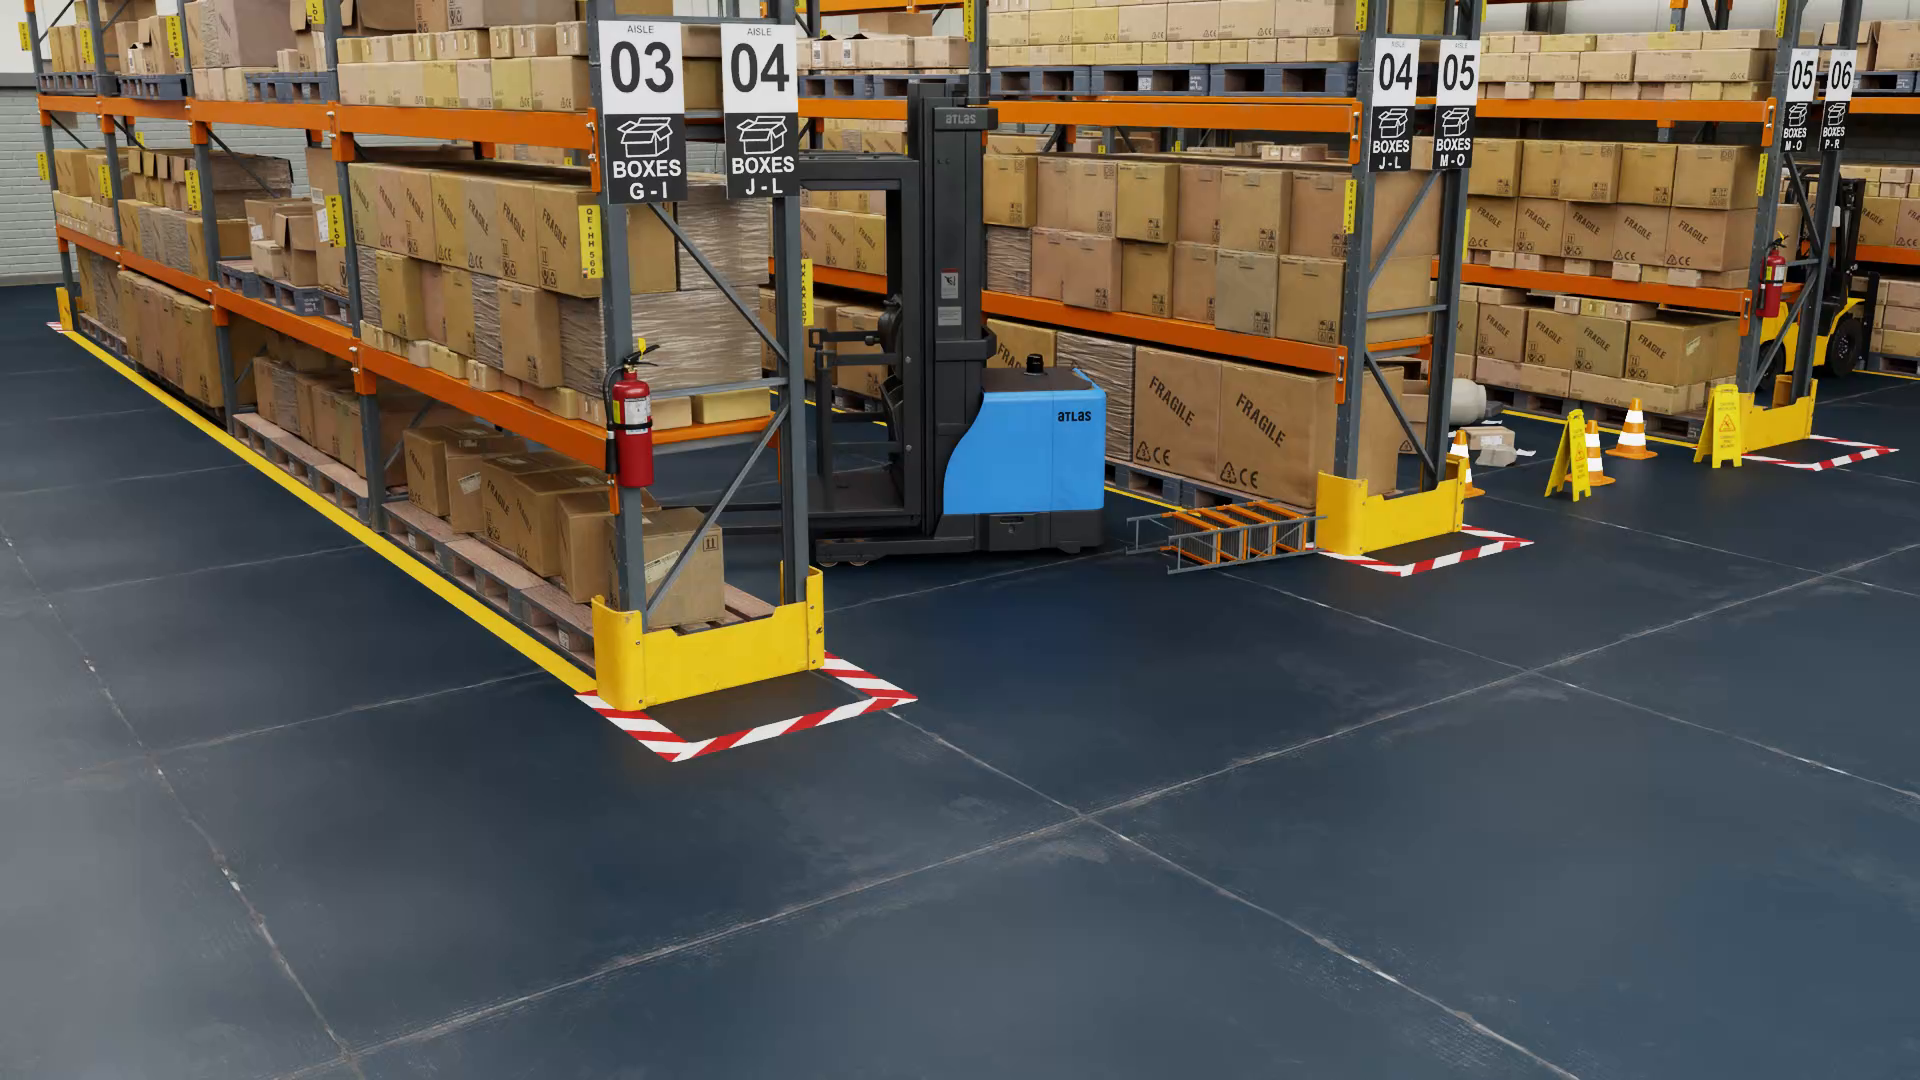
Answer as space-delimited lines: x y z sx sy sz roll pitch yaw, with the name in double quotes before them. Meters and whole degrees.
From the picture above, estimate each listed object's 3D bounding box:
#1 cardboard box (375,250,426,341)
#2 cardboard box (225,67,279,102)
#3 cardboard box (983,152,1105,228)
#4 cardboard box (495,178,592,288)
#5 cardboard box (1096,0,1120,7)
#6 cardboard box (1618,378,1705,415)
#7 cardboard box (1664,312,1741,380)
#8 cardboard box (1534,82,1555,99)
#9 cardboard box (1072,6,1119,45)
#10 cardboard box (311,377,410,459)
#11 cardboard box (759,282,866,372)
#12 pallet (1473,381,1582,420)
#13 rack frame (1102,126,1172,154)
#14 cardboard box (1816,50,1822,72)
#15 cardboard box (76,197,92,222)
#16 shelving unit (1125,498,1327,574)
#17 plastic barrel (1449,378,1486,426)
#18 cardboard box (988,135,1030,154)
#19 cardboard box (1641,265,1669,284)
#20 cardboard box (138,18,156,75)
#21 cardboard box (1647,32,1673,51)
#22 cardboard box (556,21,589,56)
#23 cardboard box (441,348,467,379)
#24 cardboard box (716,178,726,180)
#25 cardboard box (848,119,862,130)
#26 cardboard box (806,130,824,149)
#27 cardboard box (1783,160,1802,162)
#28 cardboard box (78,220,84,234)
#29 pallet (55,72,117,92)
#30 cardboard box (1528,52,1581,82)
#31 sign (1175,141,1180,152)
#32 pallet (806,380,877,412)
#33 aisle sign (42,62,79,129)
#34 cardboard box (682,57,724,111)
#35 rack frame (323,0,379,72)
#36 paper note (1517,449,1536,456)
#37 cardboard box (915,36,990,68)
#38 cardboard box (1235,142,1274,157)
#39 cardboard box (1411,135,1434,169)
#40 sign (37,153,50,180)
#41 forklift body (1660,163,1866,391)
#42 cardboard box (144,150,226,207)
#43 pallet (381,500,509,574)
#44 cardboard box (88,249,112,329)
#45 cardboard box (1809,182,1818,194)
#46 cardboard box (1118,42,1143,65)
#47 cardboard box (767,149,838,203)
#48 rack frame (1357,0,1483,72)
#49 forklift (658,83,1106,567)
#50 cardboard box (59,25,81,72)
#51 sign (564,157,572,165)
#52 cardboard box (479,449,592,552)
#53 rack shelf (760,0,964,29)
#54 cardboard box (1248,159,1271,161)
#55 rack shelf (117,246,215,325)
"cardboard box" -3.083 -1.549 10.301 0.875 0.500 0.500 -11 19 -35
"cardboard box" -5.233 -3.446 12.587 0.500 0.250 0.500 -10 18 -33
"cardboard box" 0.698 -2.833 13.414 0.875 0.550 0.550 -11 19 -35
"cardboard box" -2.033 -1.580 8.521 0.500 0.500 0.500 -11 19 -35
"cardboard box" 1.197 -3.883 11.878 0.380 0.149 0.250 -11 19 -35
"cardboard box" 6.098 -1.272 14.454 0.500 0.250 0.500 -11 19 -35
"cardboard box" 6.540 -1.718 14.662 0.500 0.500 0.500 -12 19 -36
"cardboard box" 5.346 -4.005 14.819 0.380 0.149 0.250 -11 19 -34
"cardboard box" 1.165 -3.729 12.074 0.500 0.250 0.500 -11 19 -35
"cardboard box" -4.501 -0.941 12.732 0.700 0.500 0.500 -13 20 -39
"cardboard box" -1.558 -2.151 16.720 1.050 0.750 0.750 -11 19 -35
"pallet" 5.598 -1.370 15.682 1.003 0.211 1.213 -11 19 -35
"rack frame" 2.101 -3.968 19.891 1.000 3.000 0.127 -11 19 -35
"cardboard box" 9.093 -5.154 17.811 0.396 0.266 0.258 -11 19 -36
"cardboard box" -9.640 -3.736 18.765 0.500 0.250 0.500 -11 19 -36
"shelving unit" 1.703 -0.033 10.640 1.200 0.258 0.503 -7 17 -25
"plastic barrel" 4.366 -1.223 14.742 0.512 0.421 0.421 1 15 4
"cardboard box" 0.699 -4.893 21.187 0.500 0.500 0.500 -11 19 -35
"cardboard box" 6.040 -2.280 14.200 0.380 0.149 0.250 -11 19 -35
"cardboard box" -7.133 -4.562 15.388 0.797 0.503 0.637 -11 19 -35
"cardboard box" 5.974 -4.171 13.917 0.380 0.149 0.250 -11 19 -34
"cardboard box" -1.627 -2.299 7.640 0.380 0.149 0.250 -11 19 -35
"cardboard box" -2.787 -1.043 9.682 0.380 0.149 0.250 -11 19 -35
"cardboard box" -2.414 -3.842 17.984 0.380 0.149 0.250 -12 19 -37
"cardboard box" -1.390 -5.964 23.874 0.380 0.149 0.250 -11 19 -36
"cardboard box" -1.932 -5.842 24.655 0.500 0.500 0.500 -11 19 -35
"cardboard box" 9.376 -4.210 18.794 0.380 0.149 0.250 -11 19 -36
"cardboard box" -9.771 -3.561 18.882 0.380 0.149 0.250 -11 19 -36
"pallet" -9.452 -5.124 18.603 1.003 0.211 1.213 -11 19 -35
"cardboard box" 5.384 -4.170 14.668 0.500 0.250 0.500 -11 19 -34
"sign" 3.328 -5.925 25.402 0.100 0.325 0.005 -11 19 -35
"pallet" -0.728 -1.393 15.764 1.003 0.211 1.213 -11 19 -35
"aisle sign" -10.904 -5.361 20.055 0.394 0.787 0.004 -11 19 -35
"cardboard box" -1.285 -2.239 8.176 0.500 0.250 0.500 -10 18 -33
"rack frame" -3.563 -4.469 10.358 1.000 3.000 0.127 -11 19 -35
"paper note" 4.639 -0.720 13.650 0.142 0.019 0.148 10 18 33
"cardboard box" -0.036 -4.075 13.900 0.500 0.250 0.500 -11 19 -34
"cardboard box" 3.291 -4.369 18.581 0.380 0.149 0.250 -12 19 -37
"cardboard box" 4.536 -3.660 16.120 0.700 0.500 0.500 -11 19 -35
"sign" -11.071 -4.509 20.078 0.100 0.325 0.005 -11 19 -35
"forklift body" 8.227 -2.743 17.024 2.313 2.155 1.214 -11 19 -35
"cardboard box" -7.490 -3.532 16.210 0.797 0.503 0.637 -11 19 -34
"pallet" -3.139 -0.093 11.014 1.003 0.211 1.213 -11 19 -35
"cardboard box" -9.642 -2.997 19.574 0.875 0.875 0.875 -11 19 -35
"cardboard box" 9.334 -3.804 17.874 0.380 0.149 0.250 -11 19 -36
"cardboard box" 1.342 -3.445 11.789 0.380 0.149 0.250 -11 19 -34
"cardboard box" -1.587 -3.611 16.504 0.700 0.500 0.500 -11 19 -35
"rack frame" 2.860 -4.363 9.971 1.000 3.000 0.127 -11 19 -35
"forklift" -0.619 -1.393 10.612 3.031 2.935 1.130 -2 15 -7
"cardboard box" -9.693 -5.539 18.776 0.700 0.500 0.500 -12 20 -38
"sign" -4.630 -4.364 19.698 0.100 0.325 0.005 -11 19 -35
"cardboard box" -2.589 -0.239 10.208 0.500 0.500 0.500 -13 20 -39
"rack shelf" -1.427 -7.603 23.928 1.077 0.370 4.000 -11 19 -35
"cardboard box" 3.405 -3.788 17.685 0.500 0.500 0.500 -10 18 -33
"rack shelf" -7.091 -2.510 15.926 1.077 0.370 4.000 -11 19 -35
